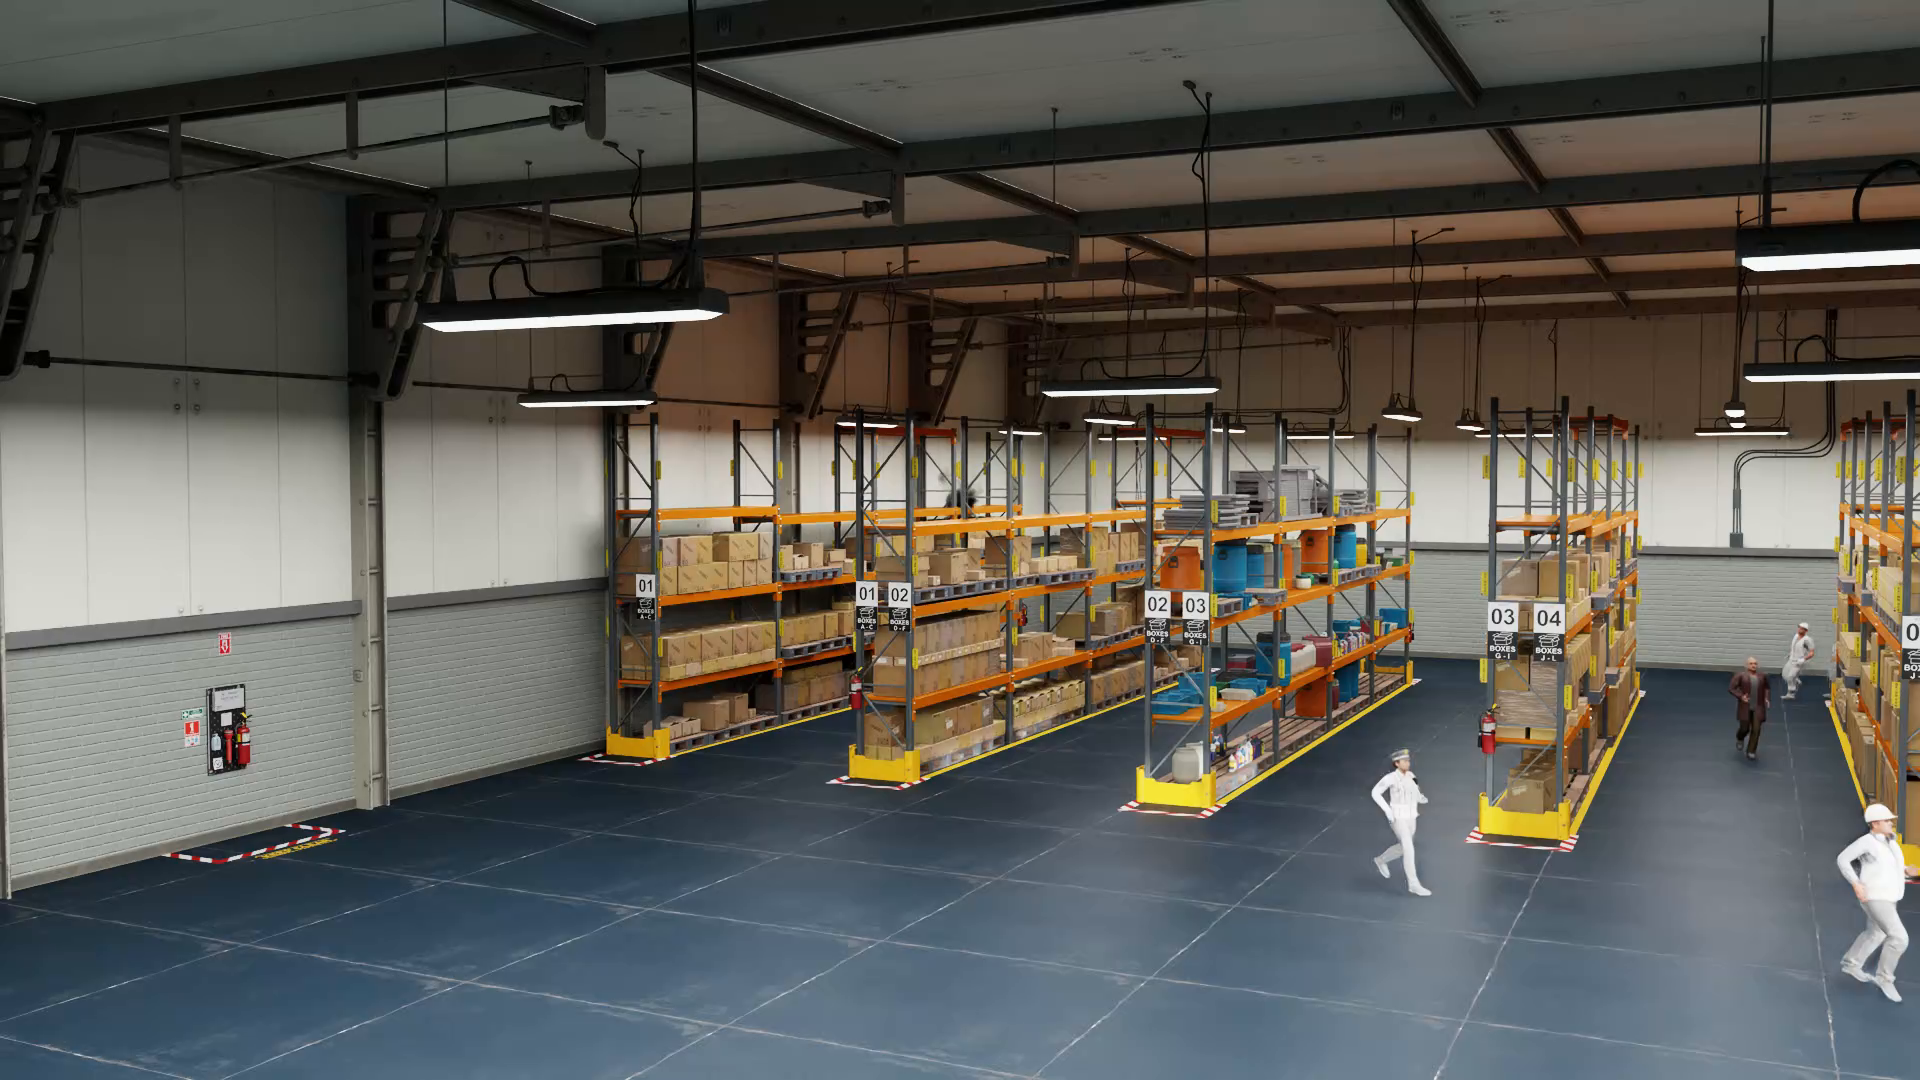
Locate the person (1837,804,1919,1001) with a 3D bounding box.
[{"bbox_3d":[8.801,3.449,15.914,0.621,1.830,0.752,-2,3,-37],"label":"person"}]

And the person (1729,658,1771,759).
[{"bbox_3d":[13.756,2.911,28.942,0.709,1.737,0.757,0,2,11],"label":"person"}]

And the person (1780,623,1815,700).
[{"bbox_3d":[18.168,2.633,36.022,0.555,1.708,0.711,-1,2,-15],"label":"person"}]

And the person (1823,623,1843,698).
[{"bbox_3d":[19.231,2.643,36.265,0.624,1.671,0.823,1,2,16],"label":"person"}]

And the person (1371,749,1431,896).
[{"bbox_3d":[5.255,3.308,19.756,0.618,1.672,0.901,-2,3,-34],"label":"person"}]
